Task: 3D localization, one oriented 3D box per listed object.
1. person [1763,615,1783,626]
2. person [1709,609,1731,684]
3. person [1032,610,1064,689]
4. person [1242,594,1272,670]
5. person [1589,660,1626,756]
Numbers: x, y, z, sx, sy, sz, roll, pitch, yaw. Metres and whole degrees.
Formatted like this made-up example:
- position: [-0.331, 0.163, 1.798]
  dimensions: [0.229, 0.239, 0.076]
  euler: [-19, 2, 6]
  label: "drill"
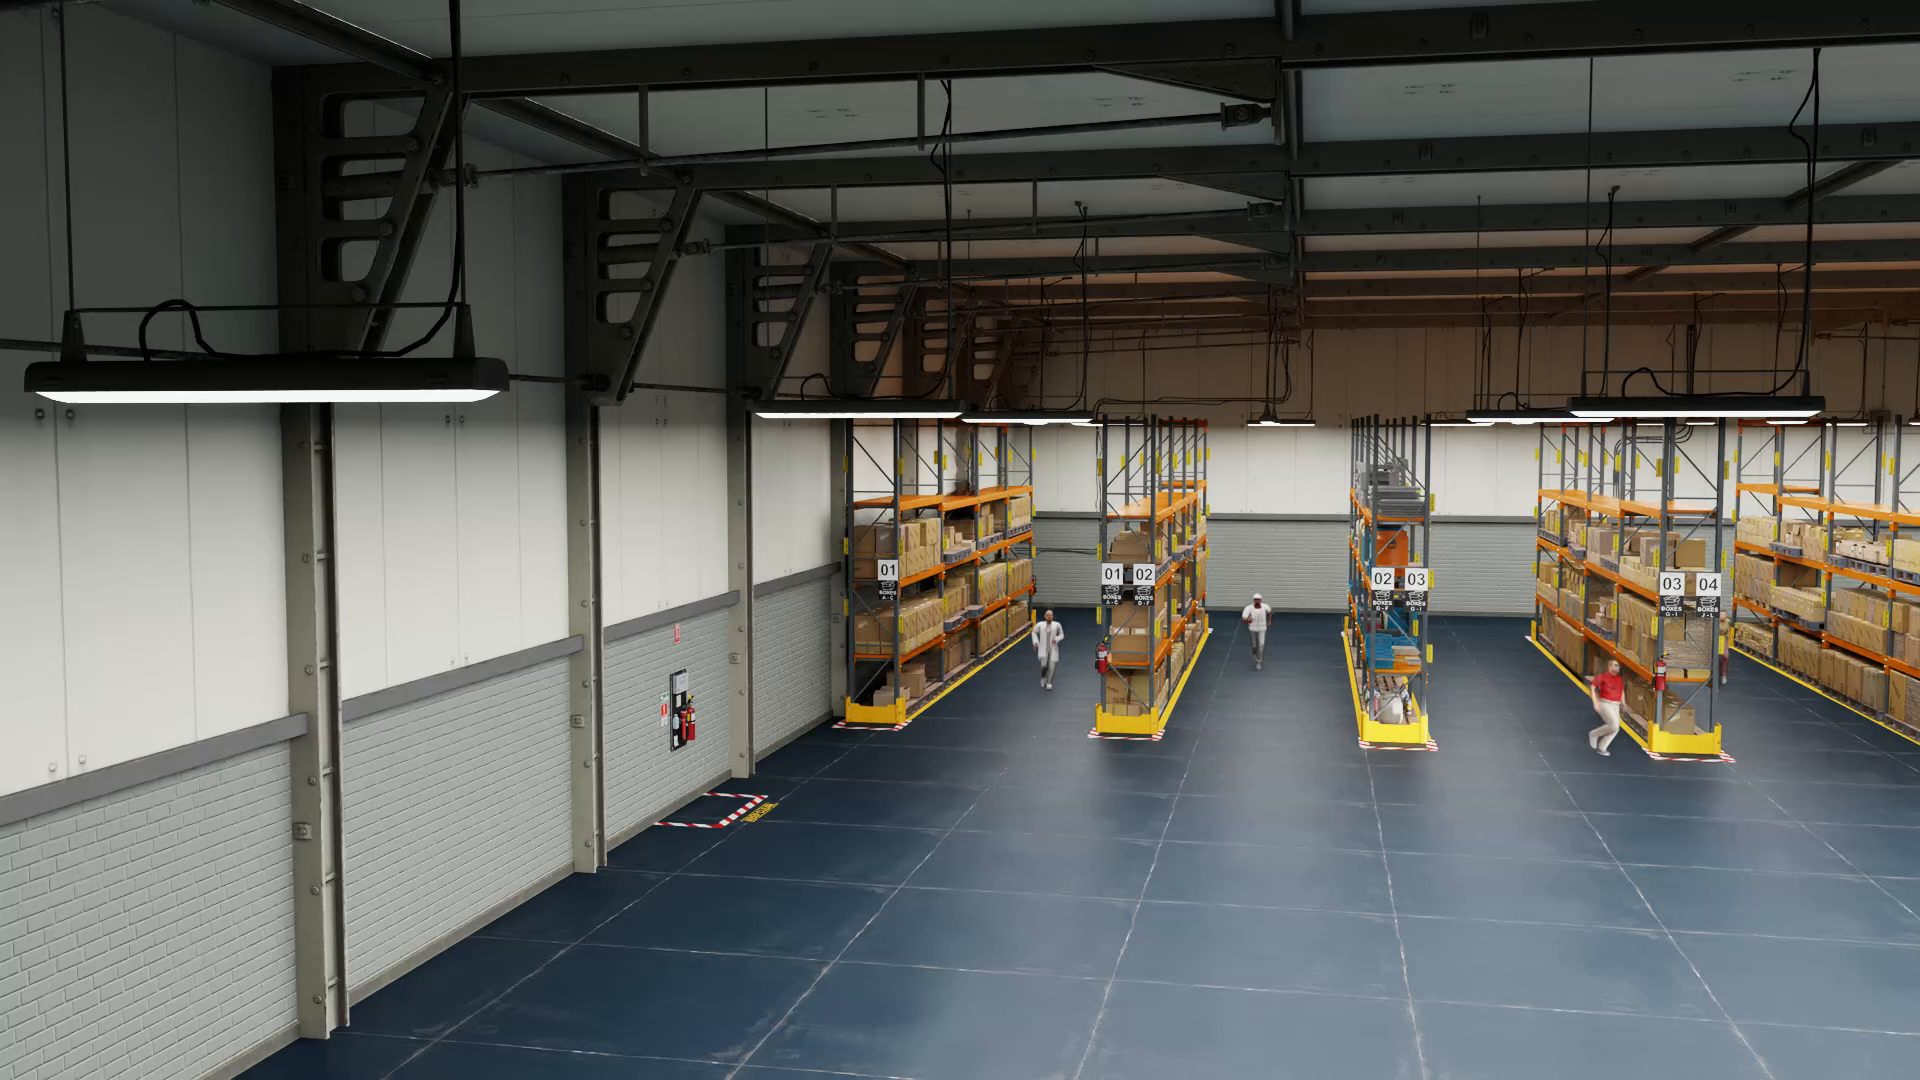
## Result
- position: [21.824, 1.934, 44.753]
  dimensions: [0.605, 1.573, 0.831]
  euler: [-4, 5, -43]
  label: "person"
- position: [17.241, 2.389, 37.831]
  dimensions: [0.578, 1.671, 1.012]
  euler: [1, 4, 9]
  label: "person"
- position: [1.936, 2.414, 36.489]
  dimensions: [0.704, 1.734, 0.653]
  euler: [0, 4, 0]
  label: "person"
- position: [7.164, 2.192, 40.082]
  dimensions: [0.731, 1.810, 0.937]
  euler: [0, 4, 4]
  label: "person"
- position: [11.476, 2.948, 29.285]
  dimensions: [0.695, 1.653, 0.541]
  euler: [-2, 4, -26]
  label: "person"
